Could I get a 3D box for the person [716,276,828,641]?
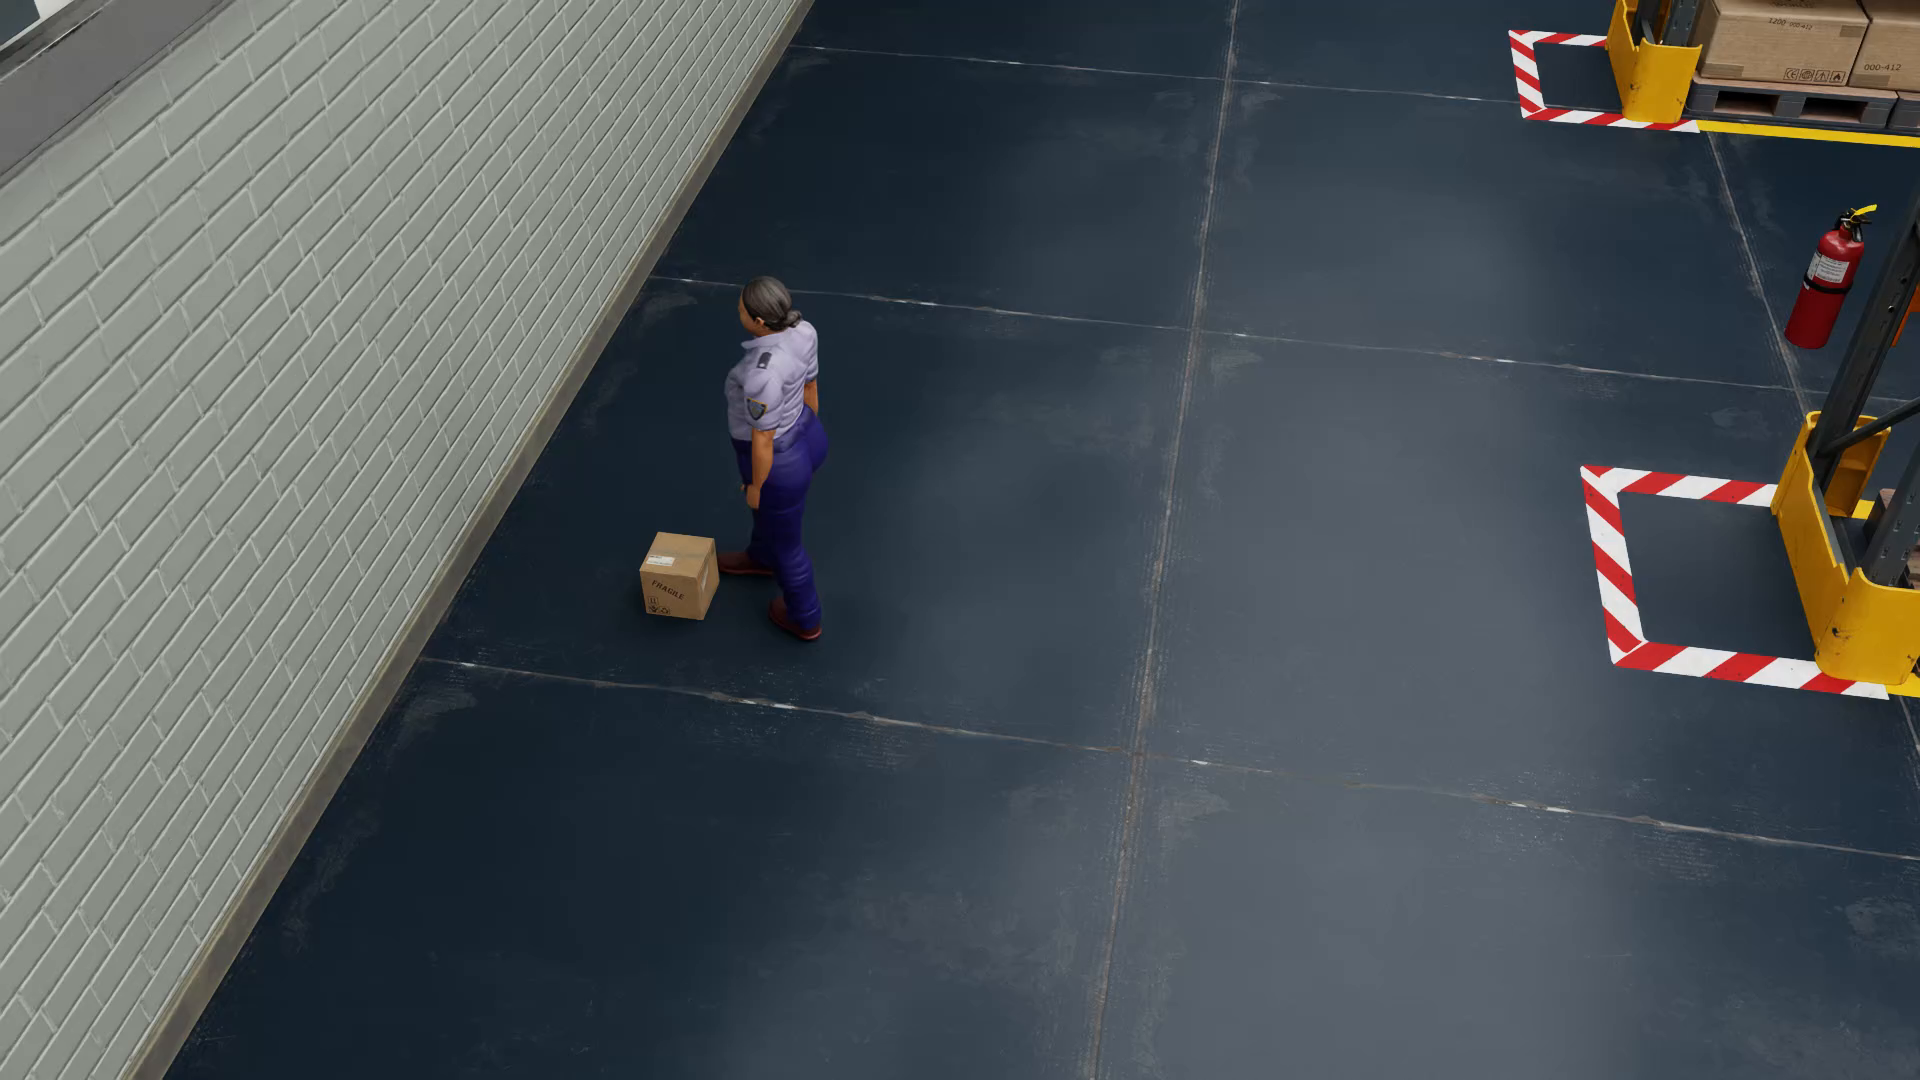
[{"bbox_3d":[-0.827,-0.354,6.573,0.599,1.645,0.484,12,42,14],"label":"person"}]
